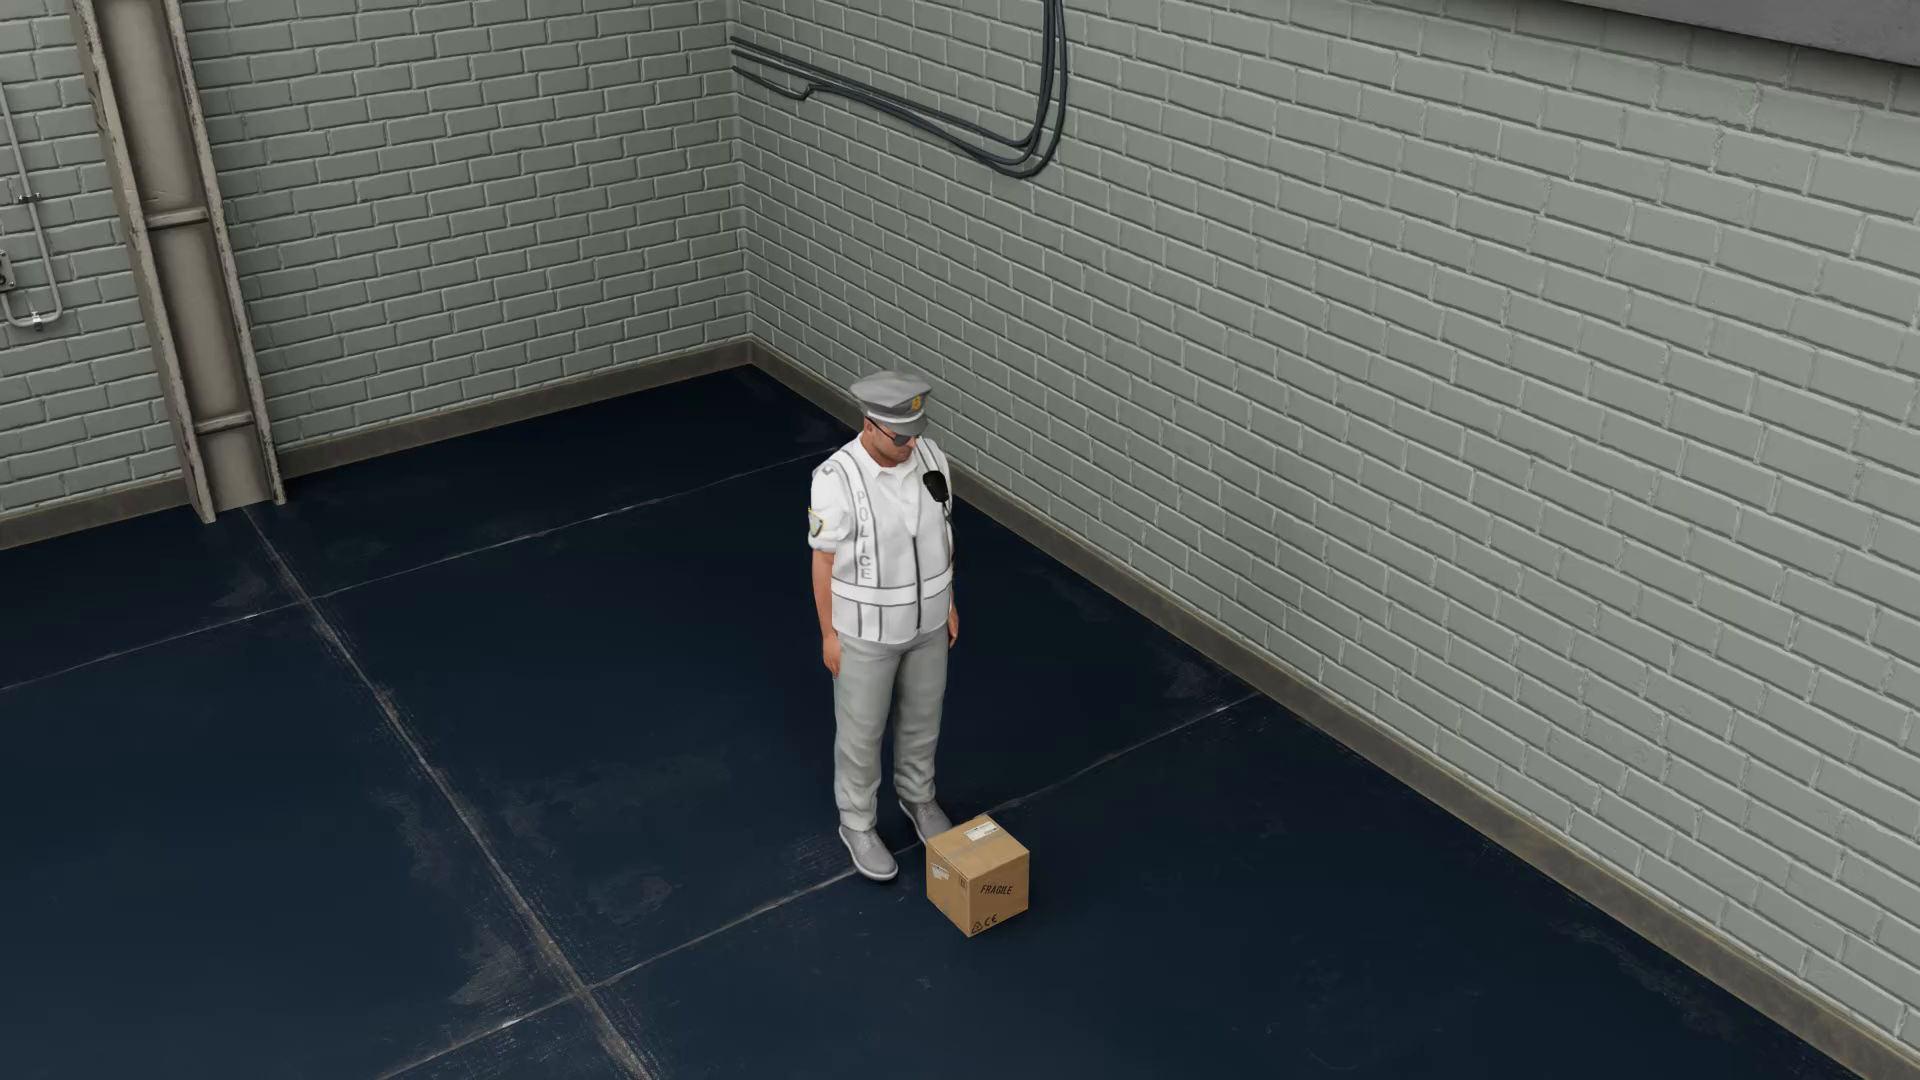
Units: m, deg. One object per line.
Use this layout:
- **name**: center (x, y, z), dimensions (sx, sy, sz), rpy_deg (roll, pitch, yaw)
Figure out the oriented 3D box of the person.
- **person**: center (-0.211, 0.277, 5.590), dimensions (0.535, 1.751, 0.438), rpy_deg (-18, 33, -30)
